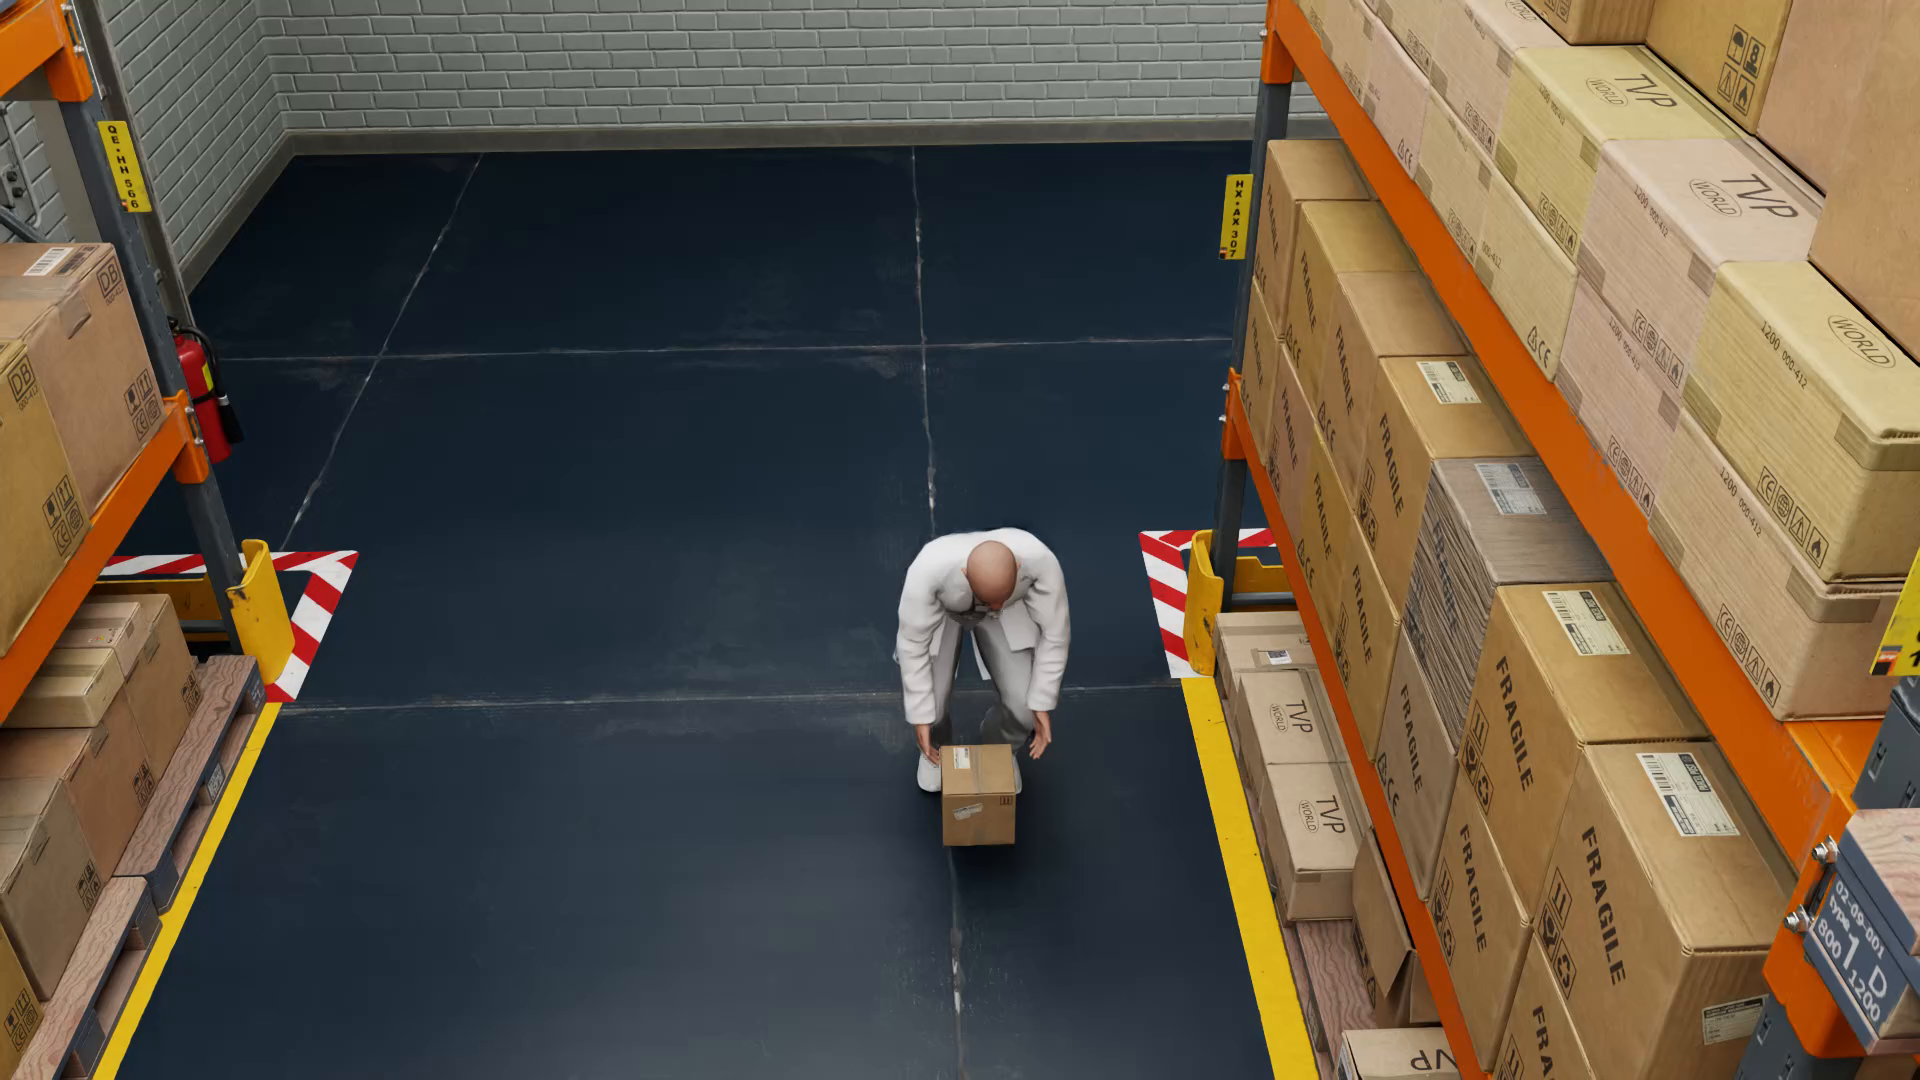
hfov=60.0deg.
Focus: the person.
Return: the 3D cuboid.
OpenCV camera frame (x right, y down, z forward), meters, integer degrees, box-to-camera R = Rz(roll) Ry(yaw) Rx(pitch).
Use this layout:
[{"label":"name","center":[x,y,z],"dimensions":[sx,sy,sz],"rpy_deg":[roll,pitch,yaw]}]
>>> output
[{"label":"person","center":[0.071,0.377,6.056],"dimensions":[0.633,1.277,0.786],"rpy_deg":[-2,35,-2]}]
